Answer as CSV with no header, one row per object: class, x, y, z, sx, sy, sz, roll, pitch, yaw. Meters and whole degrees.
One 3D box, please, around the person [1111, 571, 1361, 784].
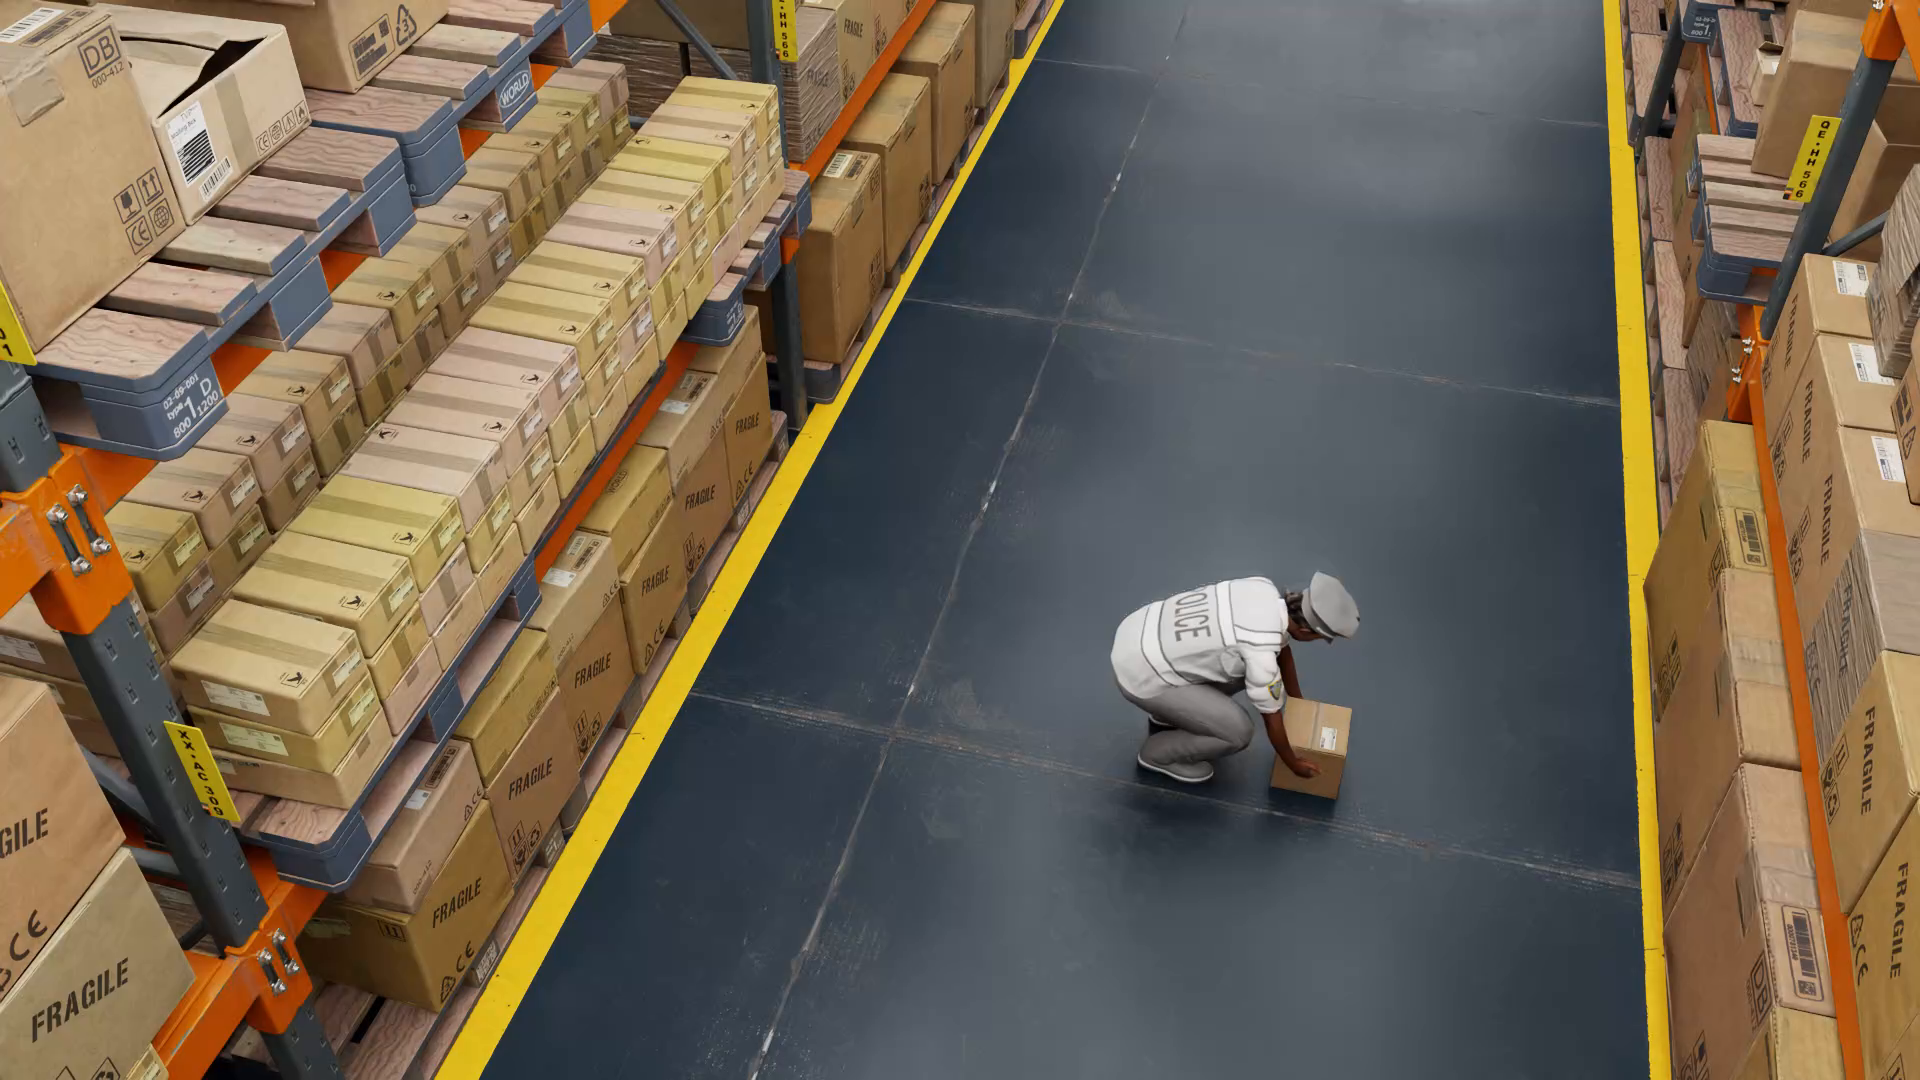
person,1.001,0.487,6.195,0.866,0.891,0.481,10,42,11
